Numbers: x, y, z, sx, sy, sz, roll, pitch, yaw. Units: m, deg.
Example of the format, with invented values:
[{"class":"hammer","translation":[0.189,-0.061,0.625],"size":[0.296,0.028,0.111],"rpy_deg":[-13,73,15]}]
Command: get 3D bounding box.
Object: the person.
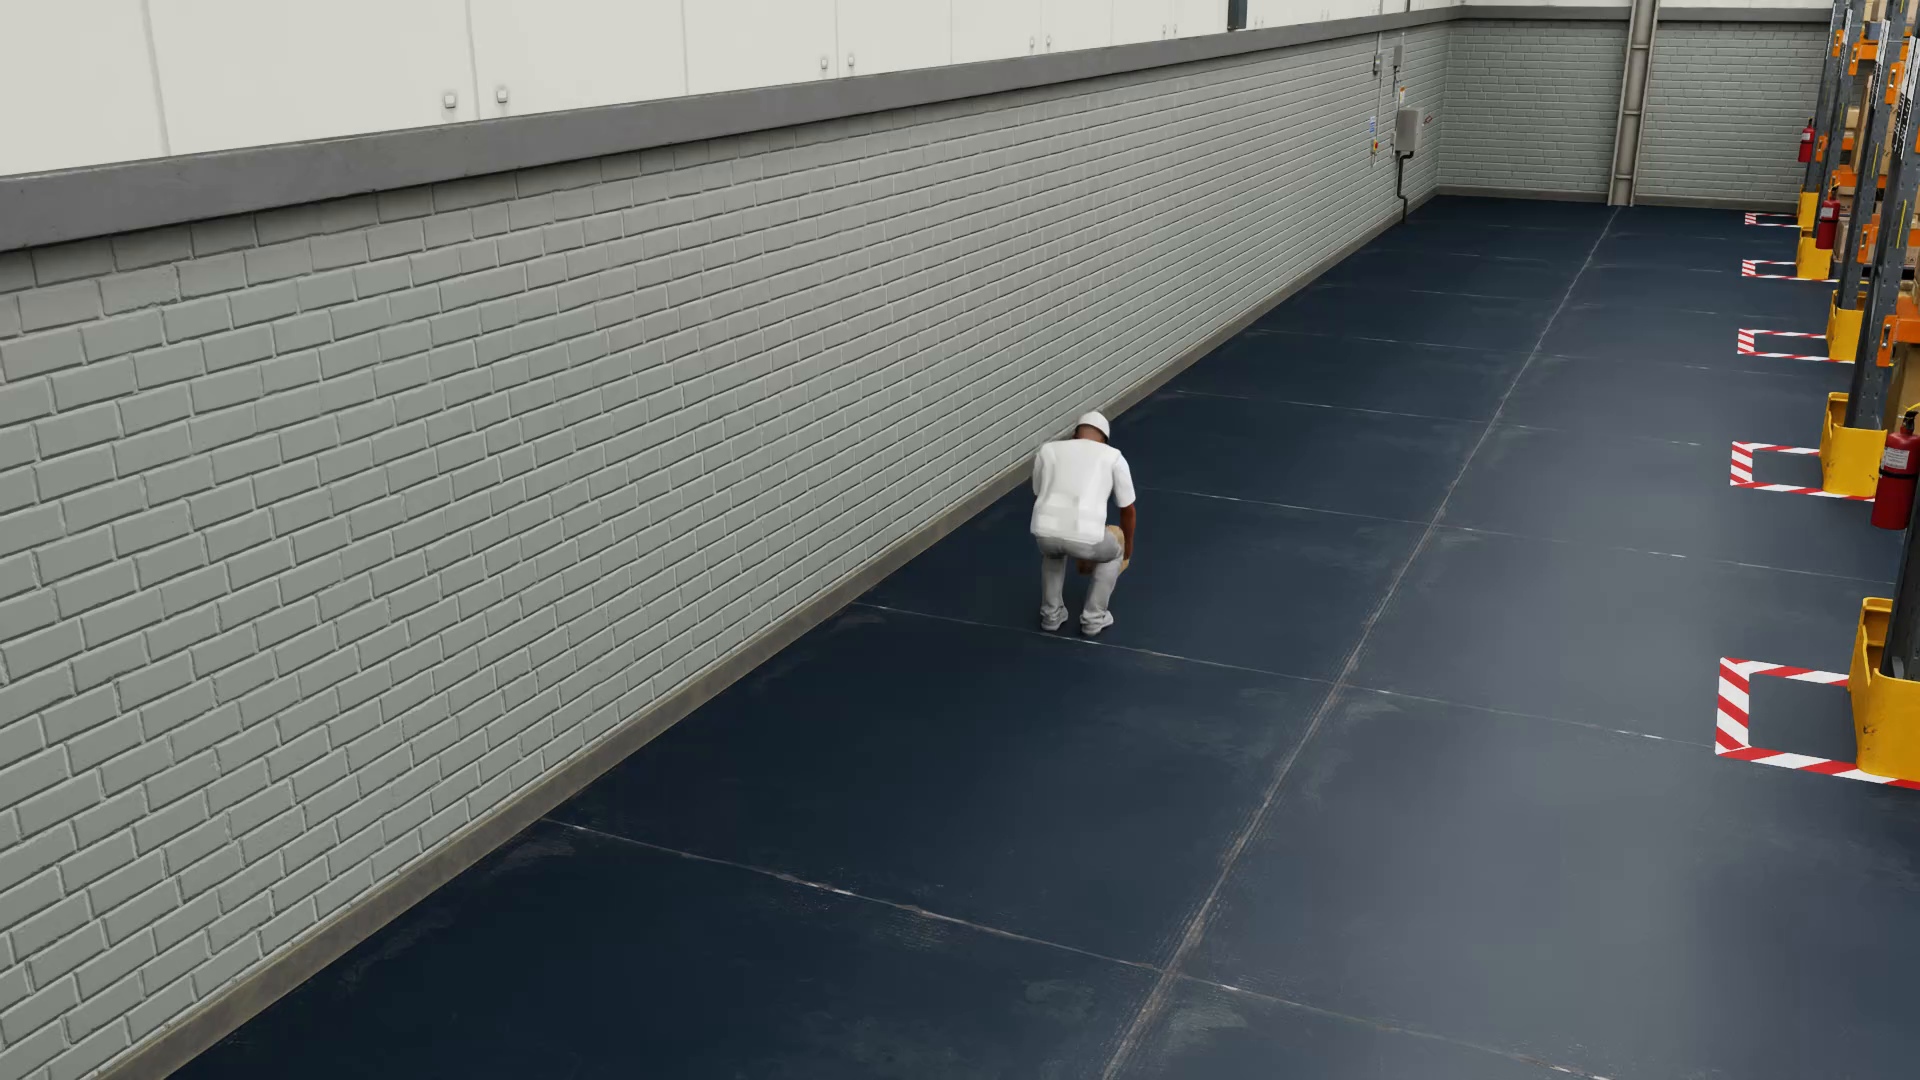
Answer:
[{"class":"person","translation":[0.667,-0.092,9.664],"size":[0.620,1.207,0.839],"rpy_deg":[8,21,23]}]
